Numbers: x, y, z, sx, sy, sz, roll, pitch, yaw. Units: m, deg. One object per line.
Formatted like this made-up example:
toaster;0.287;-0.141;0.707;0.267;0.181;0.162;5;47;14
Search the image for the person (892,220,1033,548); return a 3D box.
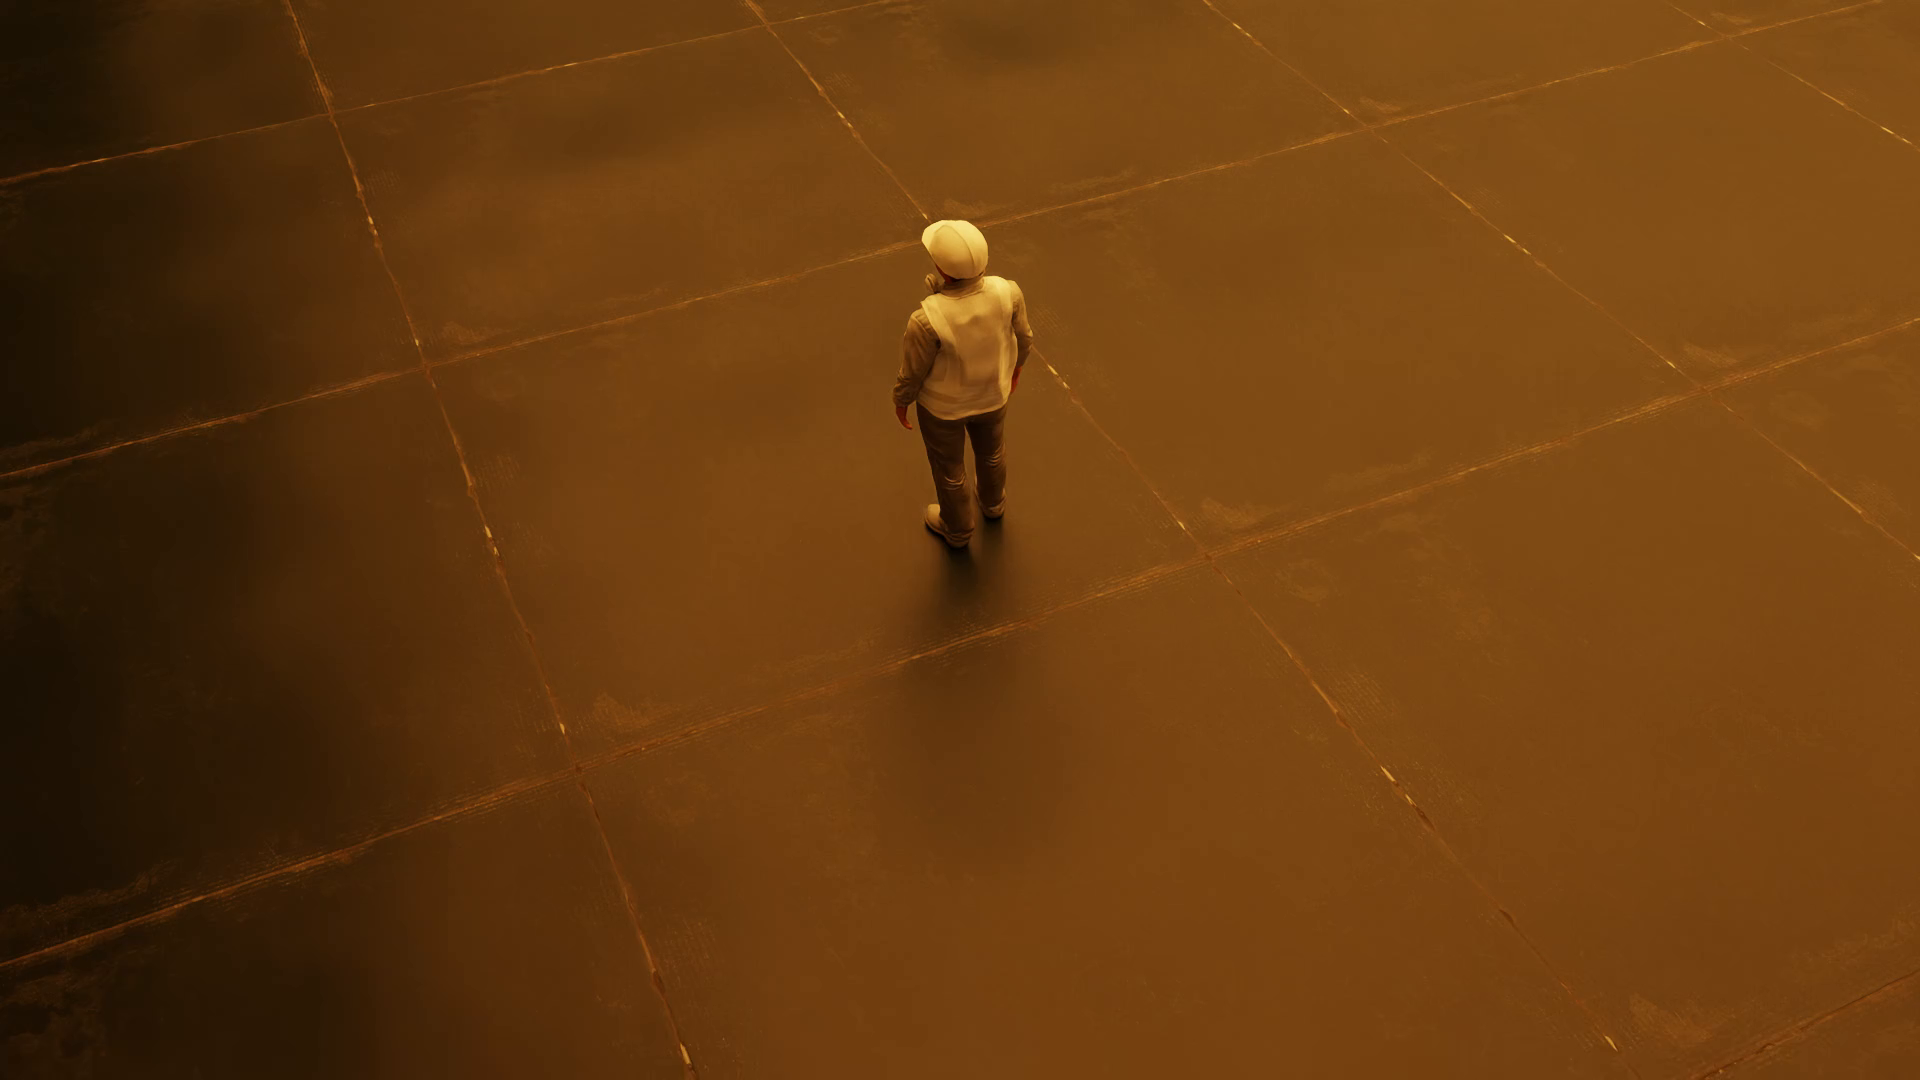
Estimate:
person;-0.018;-0.695;7.261;0.632;1.773;0.568;-18;46;-18
